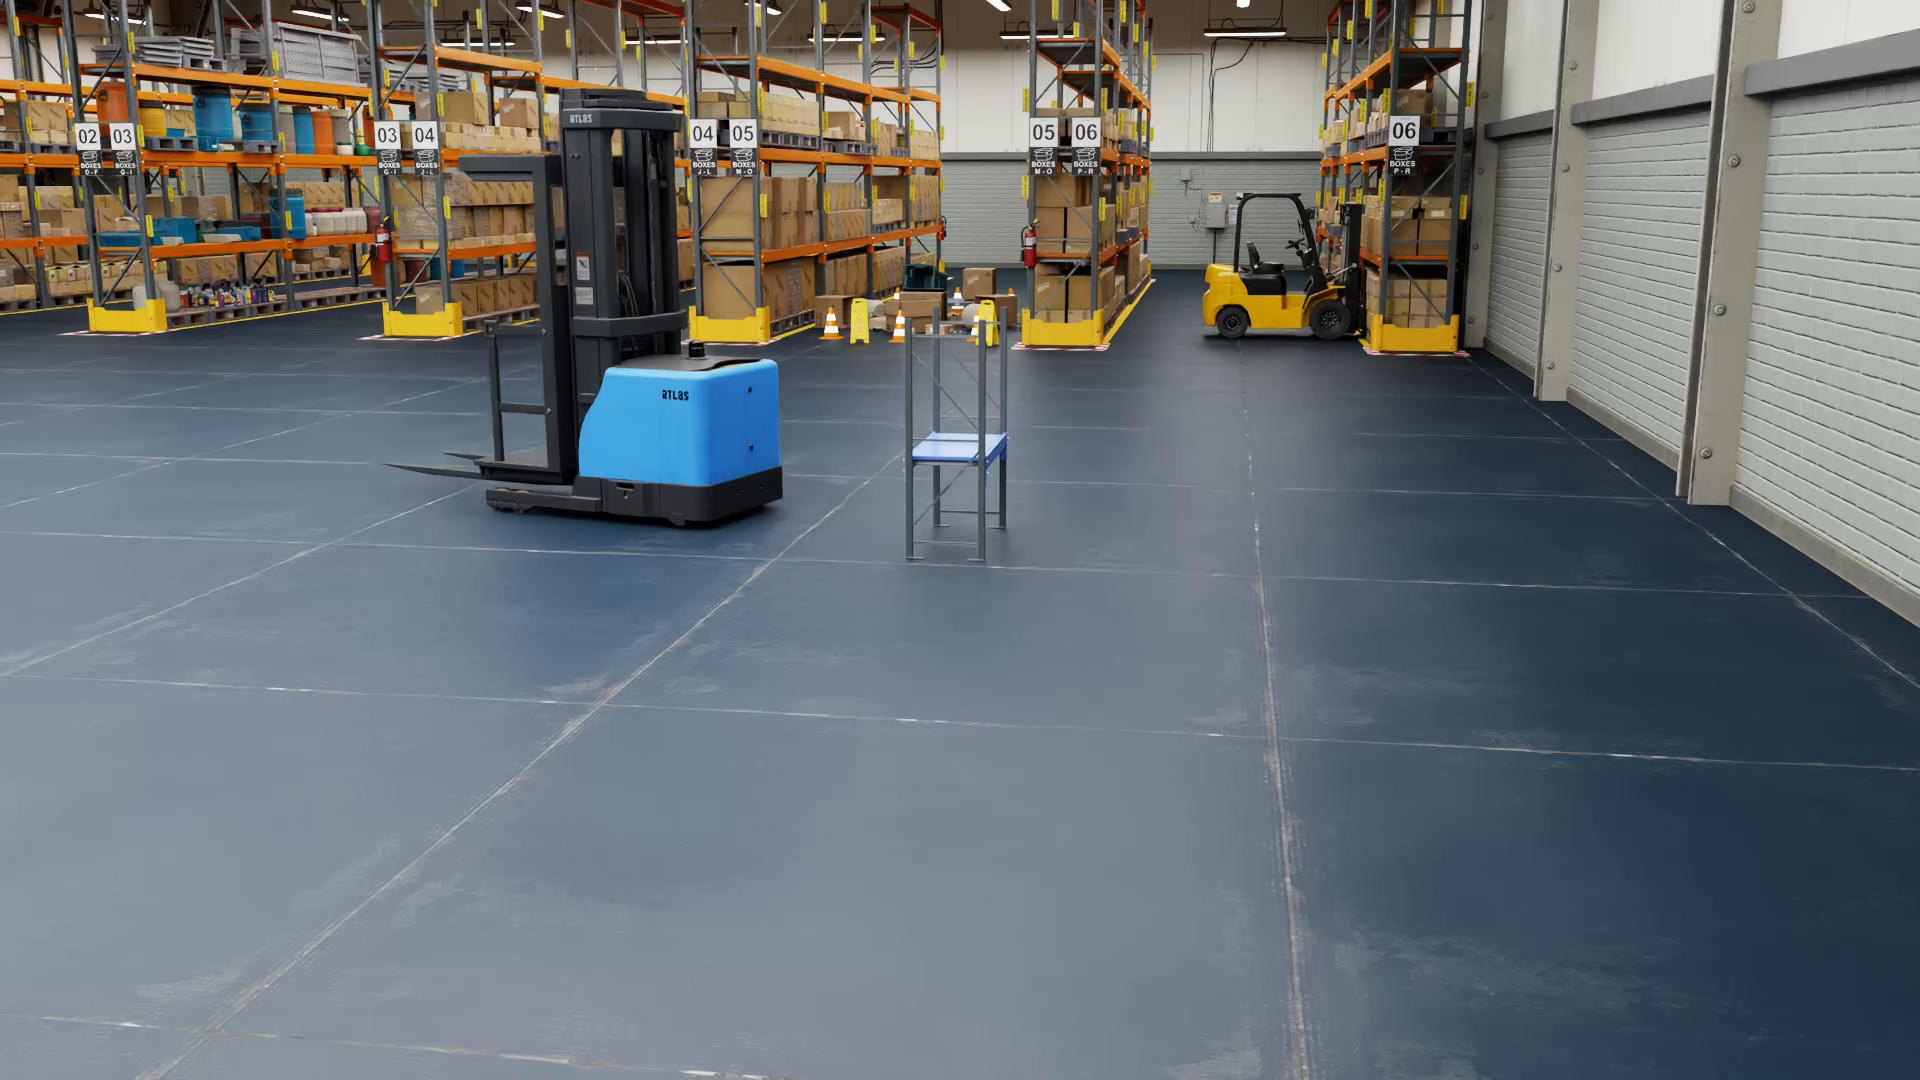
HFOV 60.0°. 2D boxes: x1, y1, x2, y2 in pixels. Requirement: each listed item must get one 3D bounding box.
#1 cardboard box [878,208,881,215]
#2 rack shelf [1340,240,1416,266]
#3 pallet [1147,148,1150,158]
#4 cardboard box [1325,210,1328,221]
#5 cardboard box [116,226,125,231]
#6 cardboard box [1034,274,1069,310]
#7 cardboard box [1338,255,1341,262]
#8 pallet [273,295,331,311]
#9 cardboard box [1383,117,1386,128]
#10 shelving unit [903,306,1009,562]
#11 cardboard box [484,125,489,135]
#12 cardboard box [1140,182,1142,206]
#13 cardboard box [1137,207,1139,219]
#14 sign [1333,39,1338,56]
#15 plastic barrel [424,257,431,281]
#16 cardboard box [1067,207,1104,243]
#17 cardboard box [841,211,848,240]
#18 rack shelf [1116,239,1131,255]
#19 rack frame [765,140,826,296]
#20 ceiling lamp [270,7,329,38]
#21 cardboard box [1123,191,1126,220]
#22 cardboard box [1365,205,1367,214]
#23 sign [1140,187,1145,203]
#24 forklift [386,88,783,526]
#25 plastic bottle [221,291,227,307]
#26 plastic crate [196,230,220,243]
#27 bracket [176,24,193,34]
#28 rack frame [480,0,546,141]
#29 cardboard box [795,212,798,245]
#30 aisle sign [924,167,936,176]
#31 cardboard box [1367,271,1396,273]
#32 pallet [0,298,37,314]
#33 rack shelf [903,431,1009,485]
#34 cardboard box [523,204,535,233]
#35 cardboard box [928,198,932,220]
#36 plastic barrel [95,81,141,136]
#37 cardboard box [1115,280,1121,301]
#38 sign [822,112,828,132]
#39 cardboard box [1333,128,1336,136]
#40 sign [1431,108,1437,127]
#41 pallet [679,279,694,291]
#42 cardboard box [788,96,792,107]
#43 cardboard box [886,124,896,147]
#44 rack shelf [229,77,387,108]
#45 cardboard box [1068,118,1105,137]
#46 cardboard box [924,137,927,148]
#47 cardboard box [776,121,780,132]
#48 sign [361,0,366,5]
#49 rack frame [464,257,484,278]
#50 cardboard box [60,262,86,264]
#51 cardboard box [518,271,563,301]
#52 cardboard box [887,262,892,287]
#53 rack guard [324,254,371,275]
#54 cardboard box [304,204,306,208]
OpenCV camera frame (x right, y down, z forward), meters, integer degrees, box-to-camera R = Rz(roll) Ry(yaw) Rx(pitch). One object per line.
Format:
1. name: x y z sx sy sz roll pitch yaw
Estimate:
1. cardboard box: -1.805 -6.599 33.385 0.380 0.149 0.250 2 12 9
2. rack shelf: 7.310 -5.044 28.988 1.077 0.370 4.000 2 12 9
3. pallet: 3.839 -8.906 38.289 1.003 0.211 1.213 2 12 9
4. cardboard box: 8.222 -7.039 36.187 0.500 0.250 0.500 2 12 8
5. cardboard box: -17.008 -6.225 33.356 0.380 0.149 0.250 3 12 13
6. cardboard box: 1.348 -3.710 24.839 0.500 0.500 0.500 2 12 9
7. cardboard box: 7.816 -5.657 33.521 0.380 0.149 0.250 2 12 9
8. pallet: -12.506 -4.423 31.016 1.003 0.211 1.213 2 12 9
9. cardboard box: 6.215 -5.927 23.619 0.380 0.149 0.250 2 12 7
10. shelving unit: -0.013 -0.715 10.753 0.538 1.500 1.048 2 12 9
11. cardboard box: -7.813 -6.589 26.738 0.380 0.149 0.250 2 12 8
12. cardboard box: 3.640 -7.434 35.758 0.500 0.500 0.500 2 12 9
13. cardboard box: 3.431 -6.772 34.467 0.500 0.250 0.500 2 12 10
14. sign: 7.700 -10.095 34.069 0.100 0.325 0.005 2 12 9
15. plastic barrel: -11.743 -5.901 36.164 0.421 0.512 0.421 0 12 0
16. cardboard box: 1.829 -4.591 24.233 0.500 0.500 0.500 2 12 8
17. cardboard box: -2.306 -5.638 29.797 0.500 0.500 0.500 2 12 8
18. rack shelf: 2.405 -5.205 29.731 1.077 0.370 4.000 2 12 9
19. rack frame: -2.809 -5.279 28.370 1.000 3.000 0.127 2 12 9
20. ceiling lamp: -17.624 -14.703 44.004 2.000 3.185 0.800 2 12 9
21. cardboard box: 2.619 -5.835 29.006 0.500 0.500 0.500 2 12 8
22. cardboard box: 6.694 -5.288 26.633 0.380 0.149 0.250 2 12 8
23. sign: 3.865 -7.317 35.265 0.100 0.325 0.005 2 12 9
24. forklift: -2.845 -1.716 12.000 3.031 2.935 1.130 6 13 25
25. plastic bottle: -12.564 -4.109 28.371 0.097 0.271 0.097 0 12 0
26. plastic crate: -13.076 -5.244 28.711 0.450 0.188 0.662 2 12 9
27. bracket: -20.685 -13.625 44.311 0.235 0.232 0.430 2 12 9
28. rack frame: -7.695 -8.394 28.581 1.000 3.000 0.127 2 12 9
29. cardboard box: -3.116 -5.052 26.957 0.875 0.550 0.550 2 12 9
30. aisle sign: -0.656 -9.054 39.712 0.394 0.787 0.004 2 12 9
31. cardboard box: 6.464 -4.029 25.726 0.500 0.250 0.500 2 12 11
32. pallet: -17.646 -4.255 30.238 1.003 0.211 1.213 2 12 9
33. rack shelf: -0.013 -0.540 10.791 0.538 0.185 1.000 2 12 9
34. cardboard box: -7.825 -5.564 28.746 0.875 0.500 0.500 2 12 9
35. cardboard box: -0.931 -7.657 38.458 0.500 0.500 0.500 2 12 9
36. plastic barrel: -13.255 -6.776 26.177 0.600 0.830 0.708 2 12 9
37. cardboard box: 2.388 -4.464 29.830 0.950 0.372 0.625 2 12 11
38. sign: -2.261 -7.019 27.909 0.100 0.325 0.005 2 12 9
39. cardboard box: 7.689 -8.177 33.350 0.380 0.149 0.250 2 12 8
40. sign: 7.551 -6.720 26.520 0.100 0.325 0.005 2 12 9
41. pallet: -6.509 -5.600 36.478 1.003 0.211 1.213 2 12 9
42. cardboard box: -2.823 -6.811 25.827 0.380 0.149 0.250 2 12 9
43. cardboard box: -1.746 -8.590 35.377 0.700 0.500 0.500 2 12 9
44. rack shelf: -12.281 -8.423 31.376 1.077 0.370 4.000 2 12 9
45. cardboard box: 1.823 -5.942 23.974 0.500 0.250 0.500 2 12 8
46. cardboard box: -1.031 -8.993 37.651 0.500 0.250 0.500 1 12 6
47. cardboard box: -2.939 -6.263 25.178 0.380 0.149 0.250 2 12 9
48. sign: -8.855 -8.117 24.705 0.100 0.325 0.005 2 12 9
49. rack frame: -11.358 -7.287 37.685 1.000 3.000 0.127 2 12 9
50. cardboard box: -17.470 -5.328 32.797 0.500 0.311 0.500 2 12 8
51. cardboard box: -7.579 -4.581 30.020 0.700 0.500 0.500 1 12 4
52. cardboard box: -1.685 -5.446 34.080 0.500 0.500 0.500 2 12 7
53. rack guard: -15.649 -7.043 42.487 1.175 0.500 0.348 2 12 9
54. cardboard box: -15.829 -7.701 39.369 0.500 0.500 0.500 2 12 10
